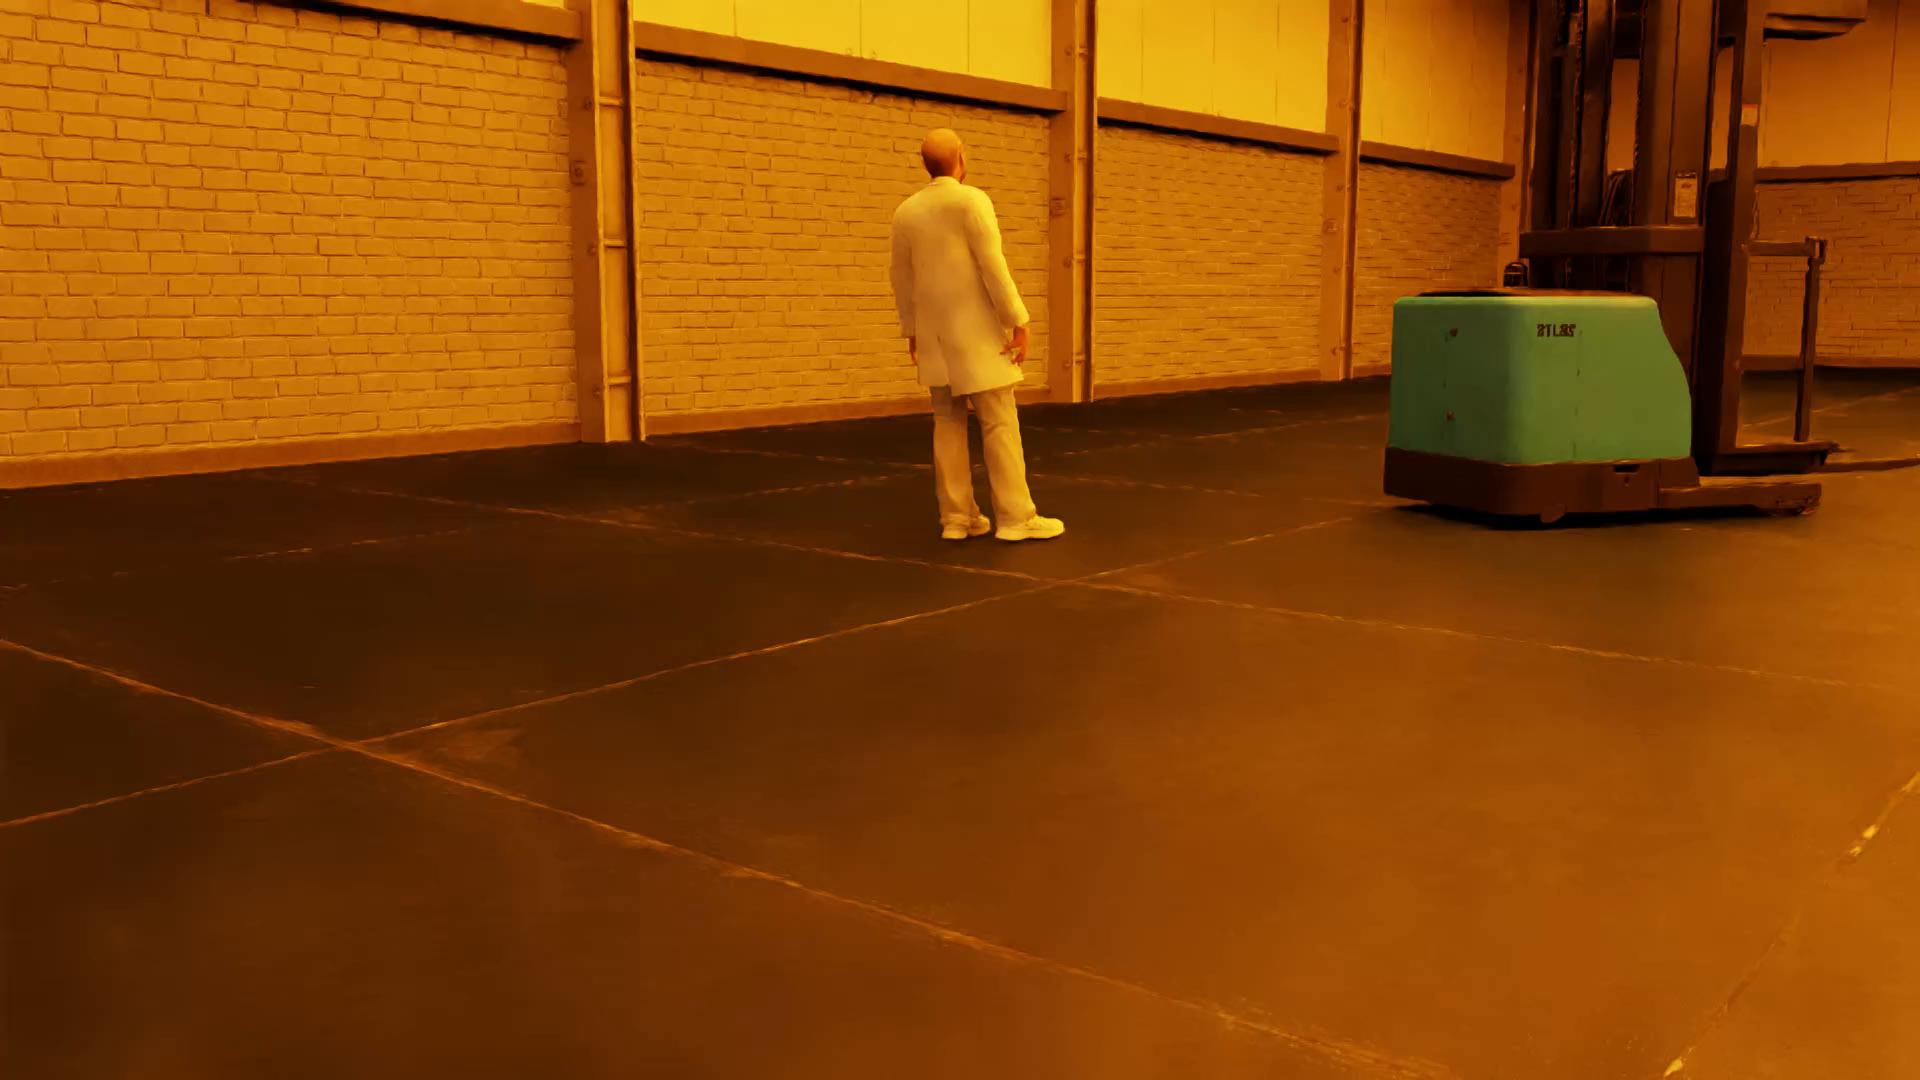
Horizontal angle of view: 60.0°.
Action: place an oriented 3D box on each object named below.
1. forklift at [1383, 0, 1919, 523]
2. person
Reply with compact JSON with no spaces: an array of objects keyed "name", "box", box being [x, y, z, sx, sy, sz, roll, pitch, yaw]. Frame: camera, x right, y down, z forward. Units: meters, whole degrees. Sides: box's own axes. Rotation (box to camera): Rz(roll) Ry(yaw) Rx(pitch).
[{"name":"forklift","box":[3.752,-1.635,8.457,3.031,2.935,1.130,-3,9,-20]},{"name":"person","box":[0.061,-0.897,7.342,0.694,1.776,0.579,7,11,38]}]
